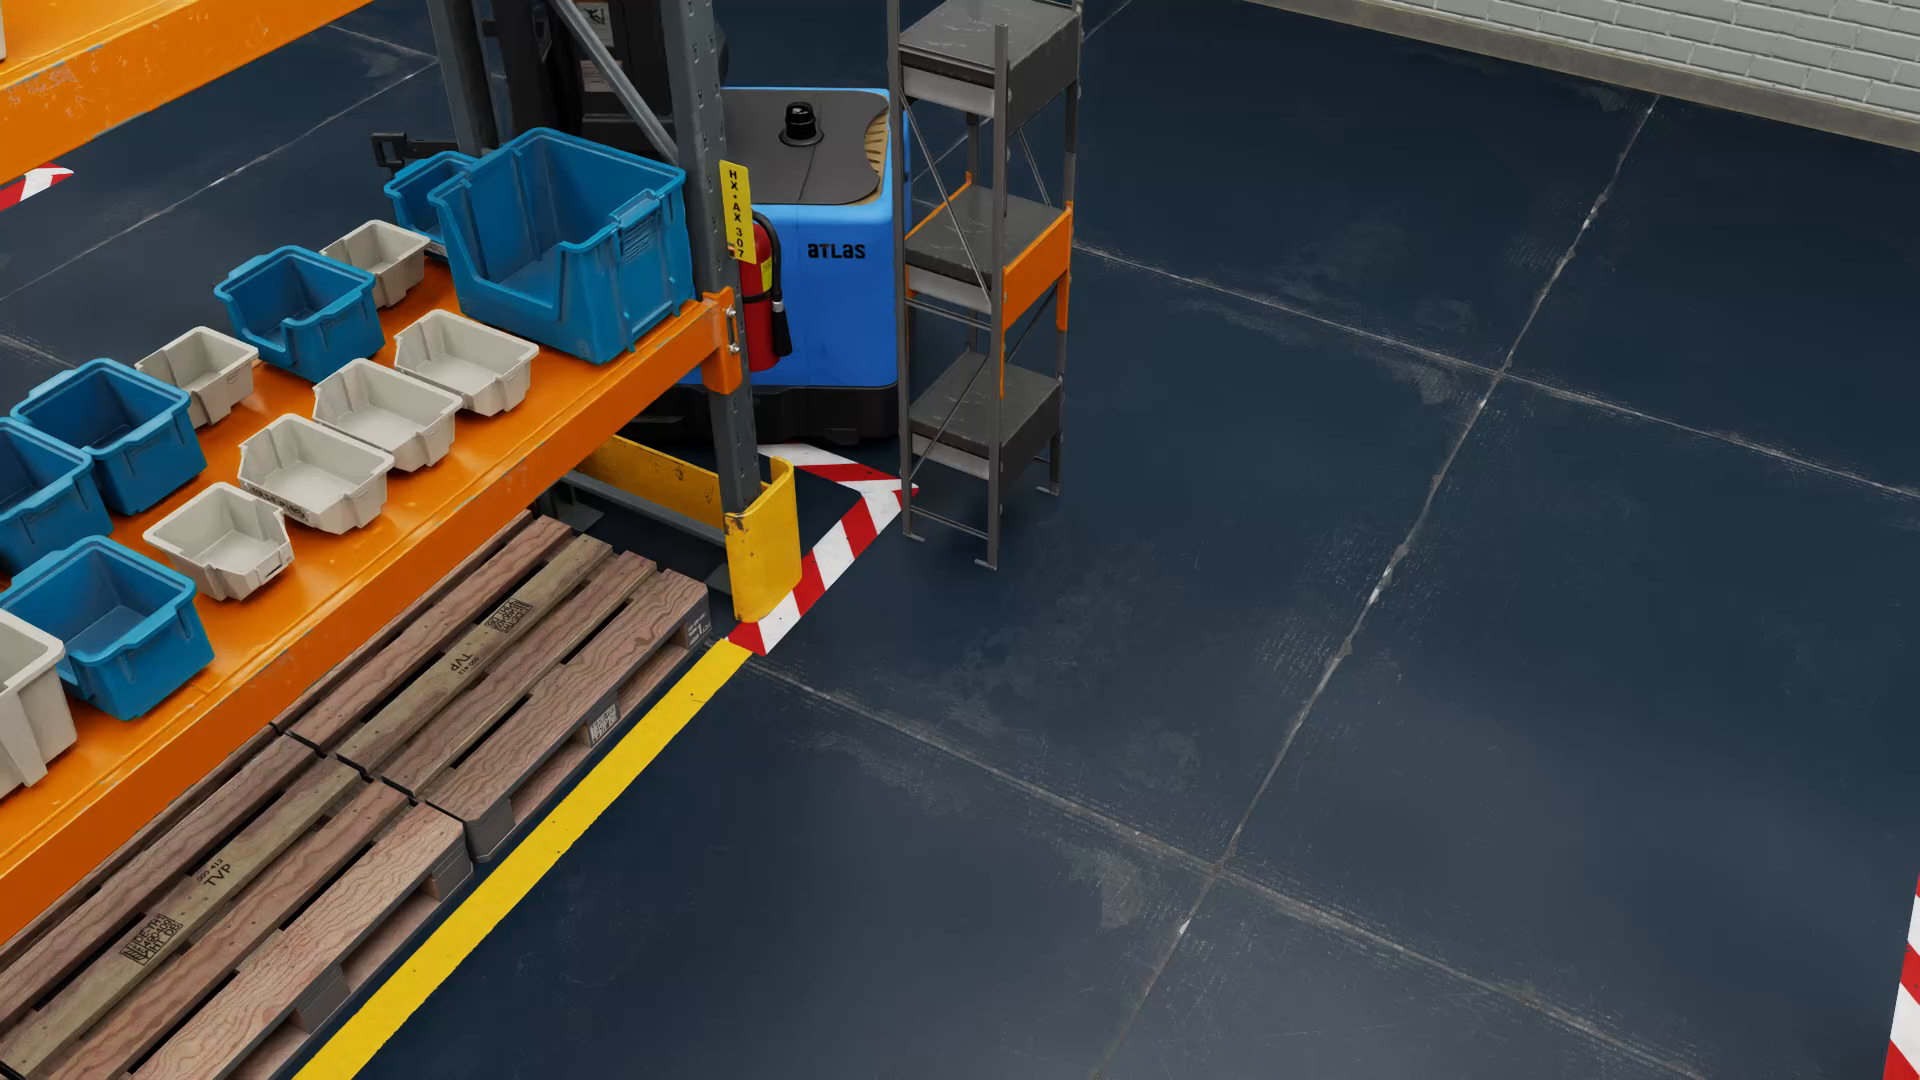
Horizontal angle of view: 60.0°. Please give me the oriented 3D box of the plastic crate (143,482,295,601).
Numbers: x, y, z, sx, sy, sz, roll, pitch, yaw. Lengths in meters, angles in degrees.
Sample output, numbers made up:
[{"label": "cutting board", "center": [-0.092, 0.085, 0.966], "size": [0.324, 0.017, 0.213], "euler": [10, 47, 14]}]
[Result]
[{"label": "plastic crate", "center": [-1.806, 0.019, 4.113], "size": [0.298, 0.136, 0.250], "euler": [21, 45, 22]}]

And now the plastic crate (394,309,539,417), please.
[{"label": "plastic crate", "center": [-1.398, -0.485, 4.685], "size": [0.396, 0.136, 0.243], "euler": [21, 45, 22]}]

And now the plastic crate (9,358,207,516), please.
[{"label": "plastic crate", "center": [-2.215, -0.262, 4.359], "size": [0.416, 0.233, 0.300], "euler": [21, 45, 22]}]

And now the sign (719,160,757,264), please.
[{"label": "sign", "center": [-0.663, -0.977, 4.966], "size": [0.100, 0.325, 0.005], "euler": [21, 45, 22]}]

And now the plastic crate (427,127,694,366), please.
[{"label": "plastic crate", "center": [-1.153, -0.870, 4.897], "size": [0.616, 0.435, 0.499], "euler": [21, 45, 22]}]

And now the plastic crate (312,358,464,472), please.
[{"label": "plastic crate", "center": [-1.556, -0.324, 4.502], "size": [0.396, 0.136, 0.243], "euler": [21, 45, 22]}]

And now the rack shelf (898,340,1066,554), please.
[{"label": "rack shelf", "center": [0.083, -0.347, 6.135], "size": [0.431, 0.518, 0.480], "euler": [21, 45, 22]}]

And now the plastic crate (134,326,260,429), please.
[{"label": "plastic crate", "center": [-2.127, -0.435, 4.628], "size": [0.250, 0.136, 0.298], "euler": [21, 45, 22]}]

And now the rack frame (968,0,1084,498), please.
[{"label": "rack frame", "center": [0.205, -1.022, 5.822], "size": [0.400, 2.100, 0.015], "euler": [21, 45, 22]}]

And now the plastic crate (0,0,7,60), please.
[{"label": "plastic crate", "center": [-1.966, -0.850, 2.876], "size": [0.437, 0.136, 0.530], "euler": [21, 45, 22]}]

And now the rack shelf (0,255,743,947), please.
[{"label": "rack shelf", "center": [-2.148, 0.326, 4.154], "size": [1.077, 0.370, 4.000], "euler": [21, 45, 22]}]

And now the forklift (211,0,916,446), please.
[{"label": "forklift", "center": [-1.718, -1.822, 6.101], "size": [3.031, 2.935, 1.130], "euler": [1, 41, 1]}]

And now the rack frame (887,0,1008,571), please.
[{"label": "rack frame", "center": [-0.039, -0.743, 5.505], "size": [0.400, 2.100, 0.015], "euler": [21, 45, 22]}]

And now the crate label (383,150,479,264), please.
[{"label": "crate label", "center": [-1.556, -1.015, 5.214], "size": [0.416, 0.233, 0.303], "euler": [21, 45, 22]}]

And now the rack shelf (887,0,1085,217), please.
[{"label": "rack shelf", "center": [0.083, -1.398, 5.210], "size": [0.431, 0.518, 0.480], "euler": [21, 45, 22]}]

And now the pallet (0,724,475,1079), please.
[{"label": "pallet", "center": [-2.205, 1.113, 4.826], "size": [1.003, 0.211, 1.213], "euler": [21, 45, 22]}]

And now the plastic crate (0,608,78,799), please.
[{"label": "plastic crate", "center": [-2.225, 0.410, 3.559], "size": [0.437, 0.282, 0.530], "euler": [21, 45, 22]}]

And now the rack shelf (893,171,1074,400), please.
[{"label": "rack shelf", "center": [0.083, -0.872, 5.673], "size": [0.431, 0.518, 0.480], "euler": [21, 45, 22]}]

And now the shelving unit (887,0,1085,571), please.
[{"label": "shelving unit", "center": [0.083, -0.883, 5.664], "size": [0.431, 2.100, 0.503], "euler": [21, 45, 22]}]

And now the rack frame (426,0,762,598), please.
[{"label": "rack frame", "center": [-1.147, -1.088, 5.216], "size": [1.000, 3.000, 0.127], "euler": [21, 45, 22]}]

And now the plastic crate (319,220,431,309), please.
[{"label": "plastic crate", "center": [-1.788, -0.823, 5.069], "size": [0.250, 0.136, 0.298], "euler": [21, 45, 22]}]

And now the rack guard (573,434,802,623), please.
[{"label": "rack guard", "center": [-1.146, -0.168, 6.062], "size": [1.175, 0.500, 0.348], "euler": [21, 45, 22]}]

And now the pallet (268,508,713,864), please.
[{"label": "pallet", "center": [-1.593, 0.418, 5.616], "size": [1.003, 0.211, 1.213], "euler": [21, 45, 22]}]

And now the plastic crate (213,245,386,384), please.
[{"label": "plastic crate", "center": [-1.885, -0.639, 4.787], "size": [0.416, 0.233, 0.300], "euler": [21, 45, 22]}]

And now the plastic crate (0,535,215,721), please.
[{"label": "plastic crate", "center": [-1.953, 0.212, 3.821], "size": [0.416, 0.233, 0.300], "euler": [21, 45, 22]}]

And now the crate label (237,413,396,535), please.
[{"label": "crate label", "center": [-1.674, -0.156, 4.312], "size": [0.396, 0.136, 0.243], "euler": [21, 45, 22]}]

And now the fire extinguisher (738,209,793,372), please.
[{"label": "fire extinguisher", "center": [-0.678, -0.855, 5.292], "size": [0.296, 0.674, 0.183], "euler": [21, 45, 22]}]

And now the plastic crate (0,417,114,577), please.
[{"label": "plastic crate", "center": [-2.365, -0.090, 4.164], "size": [0.416, 0.233, 0.300], "euler": [21, 45, 22]}]
